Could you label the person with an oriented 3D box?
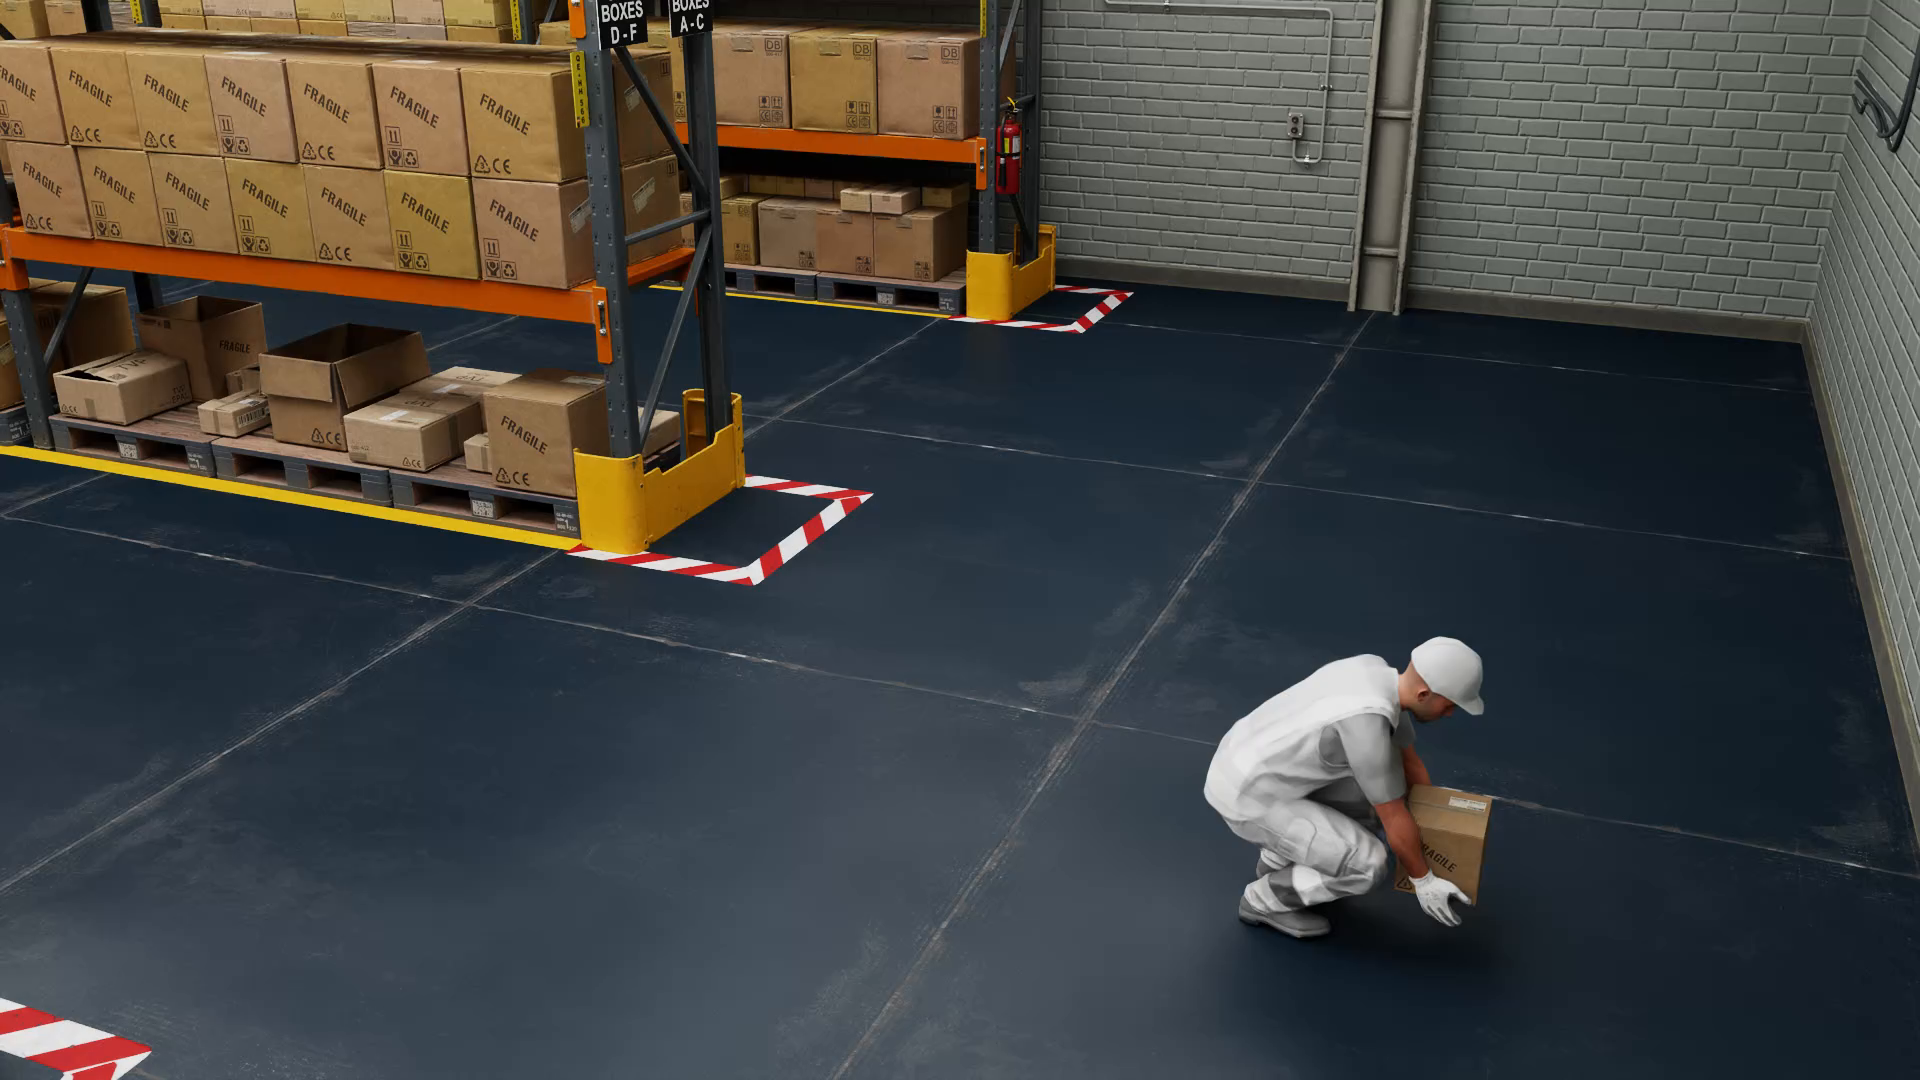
[{"bbox_3d":[1.223,0.749,5.269,0.866,1.006,0.555,8,24,19],"label":"person"}]
